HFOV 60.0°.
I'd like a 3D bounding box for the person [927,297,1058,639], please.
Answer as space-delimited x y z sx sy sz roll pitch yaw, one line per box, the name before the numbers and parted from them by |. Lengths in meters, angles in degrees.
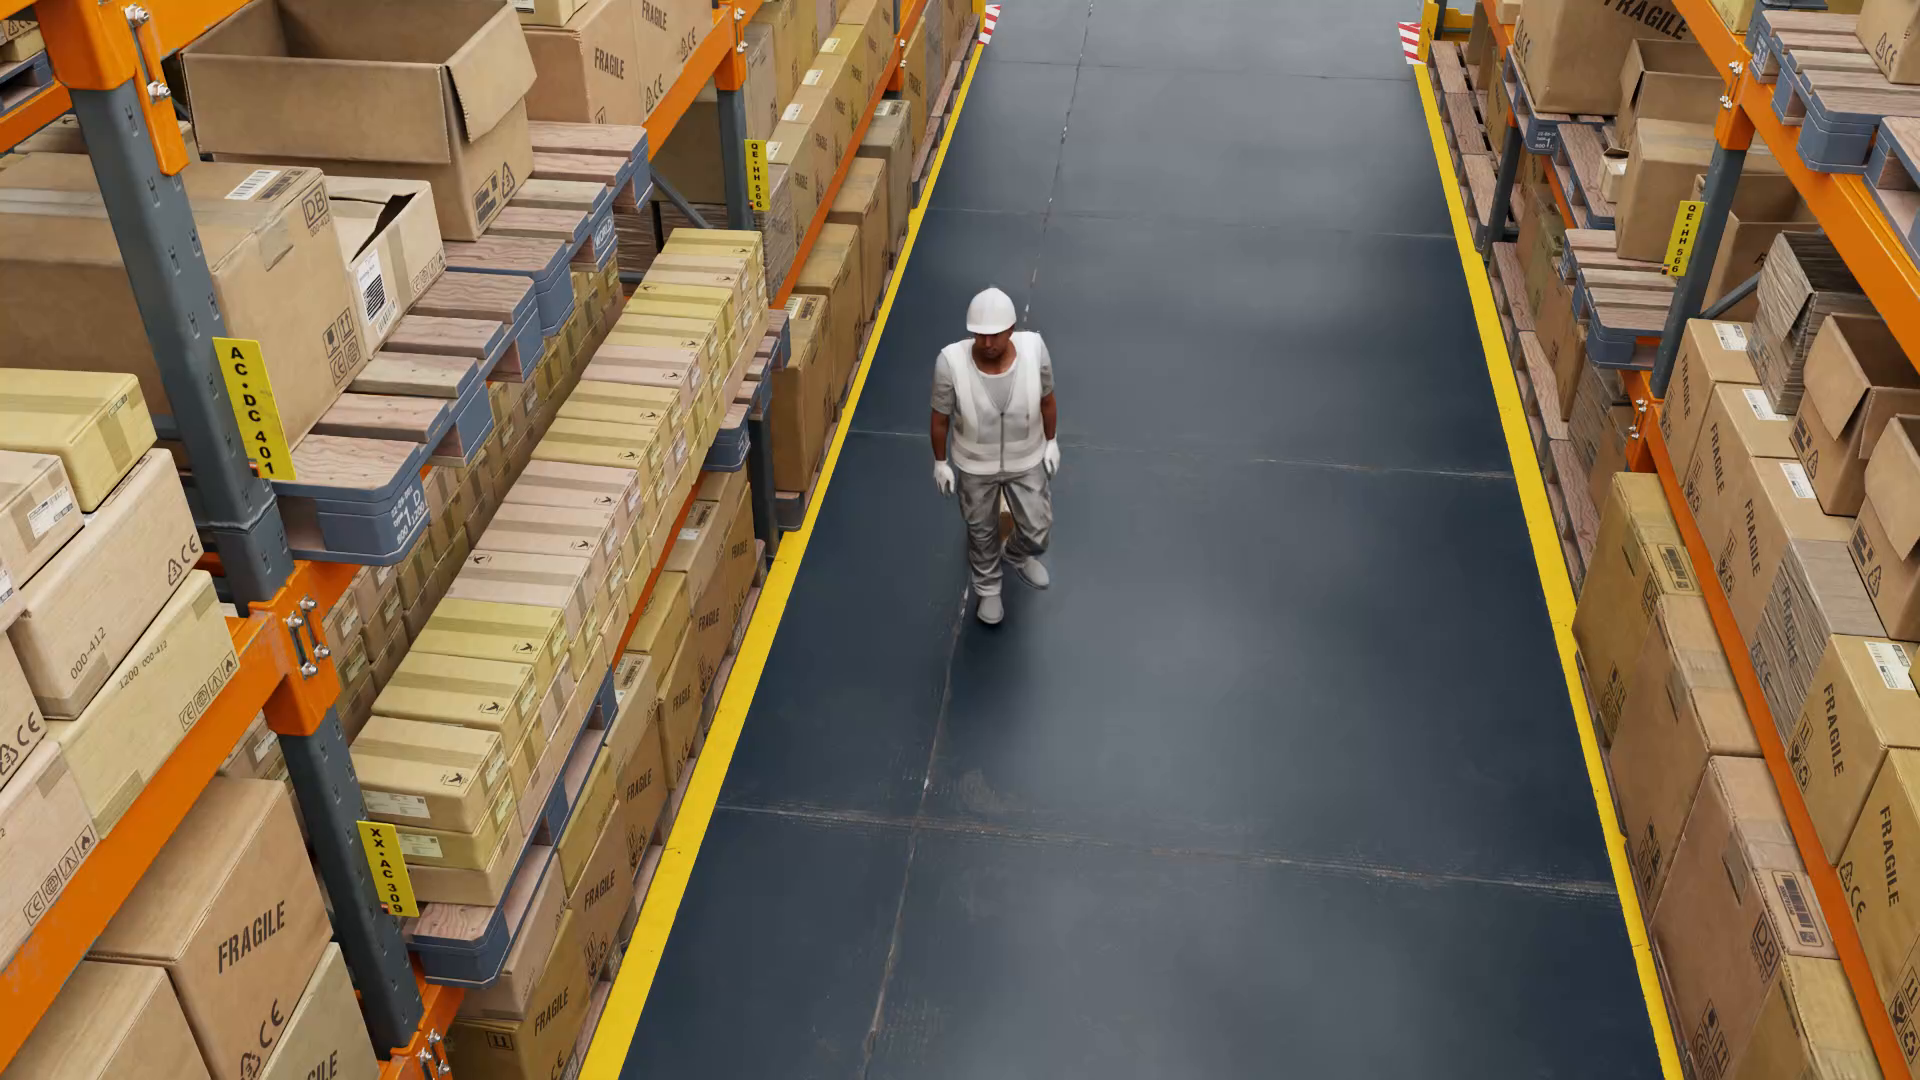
person | 0.153 -0.322 7.440 0.595 1.767 0.513 -1 36 -1
